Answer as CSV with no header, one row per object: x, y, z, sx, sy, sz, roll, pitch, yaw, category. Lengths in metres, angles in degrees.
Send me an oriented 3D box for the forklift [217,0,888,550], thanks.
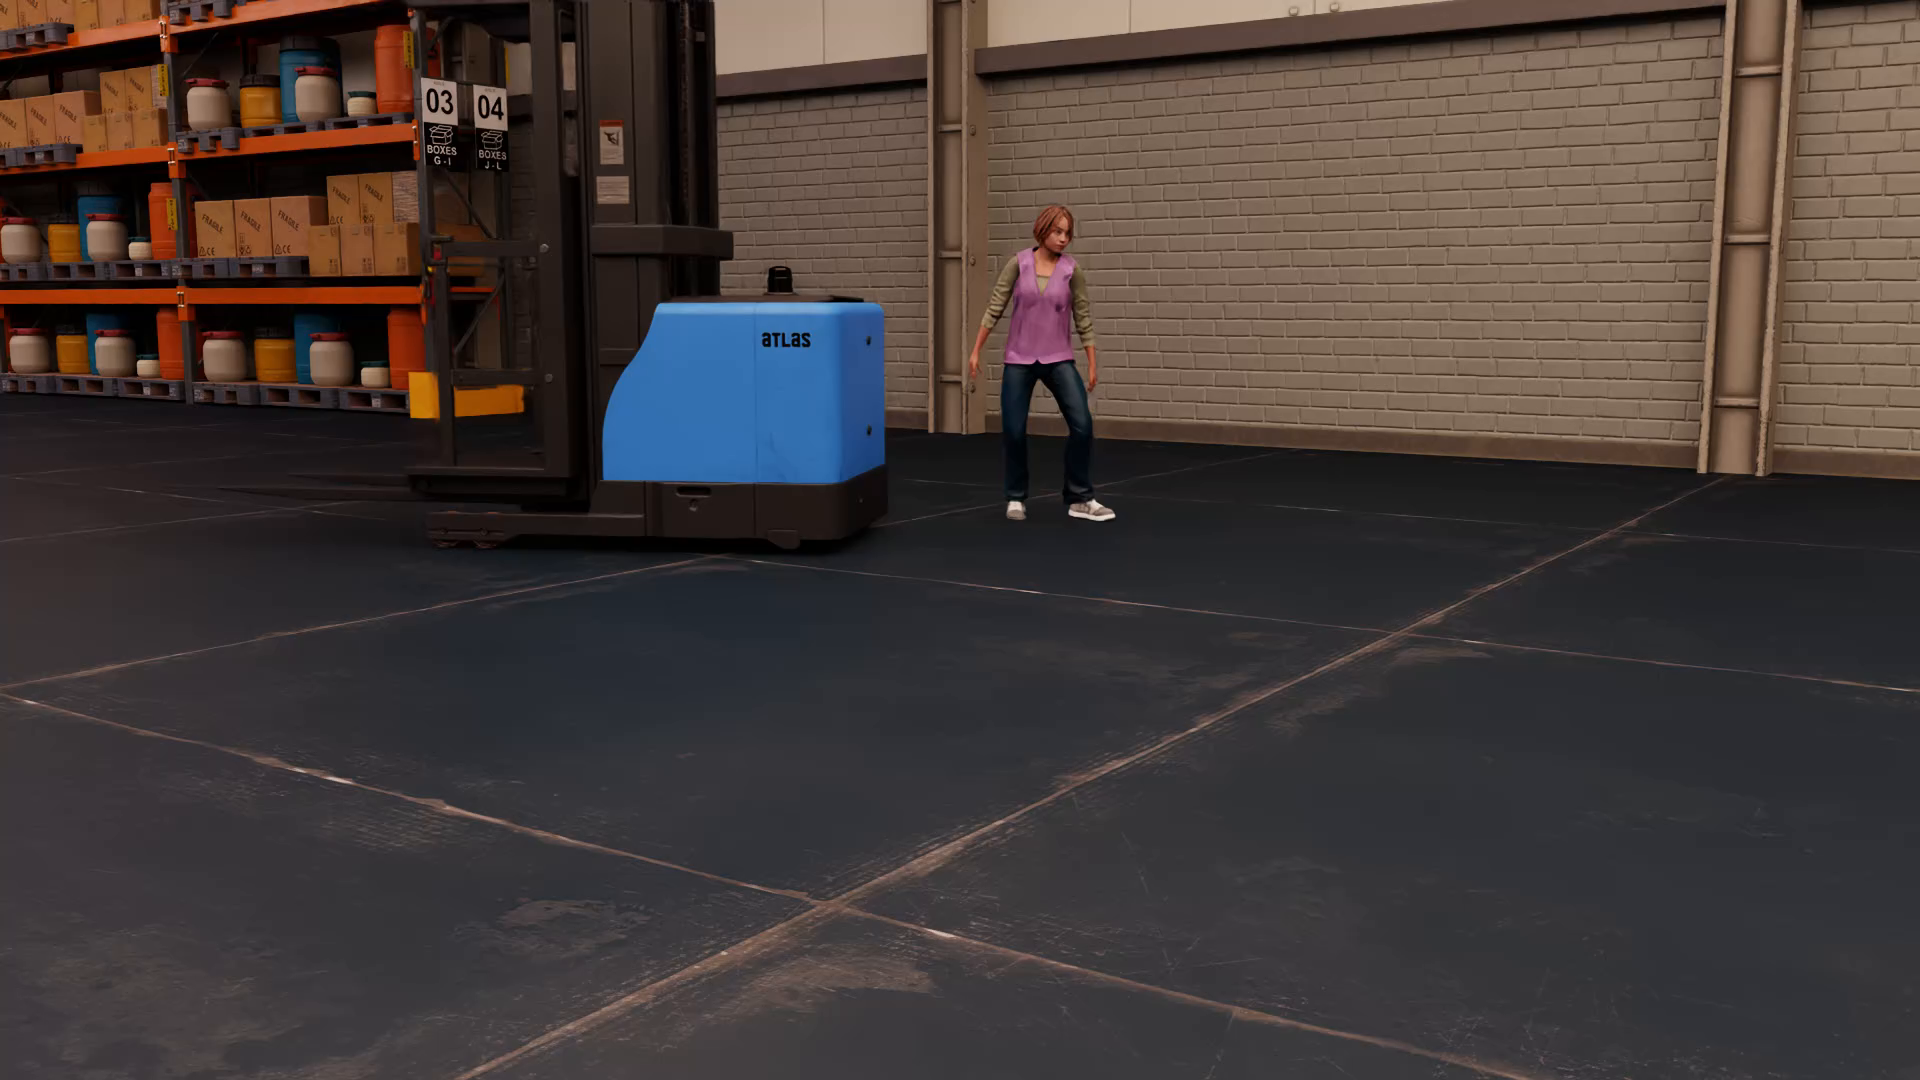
-1.910,-1.484,7.628,3.031,2.935,1.130,1,8,9,forklift

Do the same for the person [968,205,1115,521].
0.409,-0.852,8.262,0.744,1.555,0.408,1,8,5,person
